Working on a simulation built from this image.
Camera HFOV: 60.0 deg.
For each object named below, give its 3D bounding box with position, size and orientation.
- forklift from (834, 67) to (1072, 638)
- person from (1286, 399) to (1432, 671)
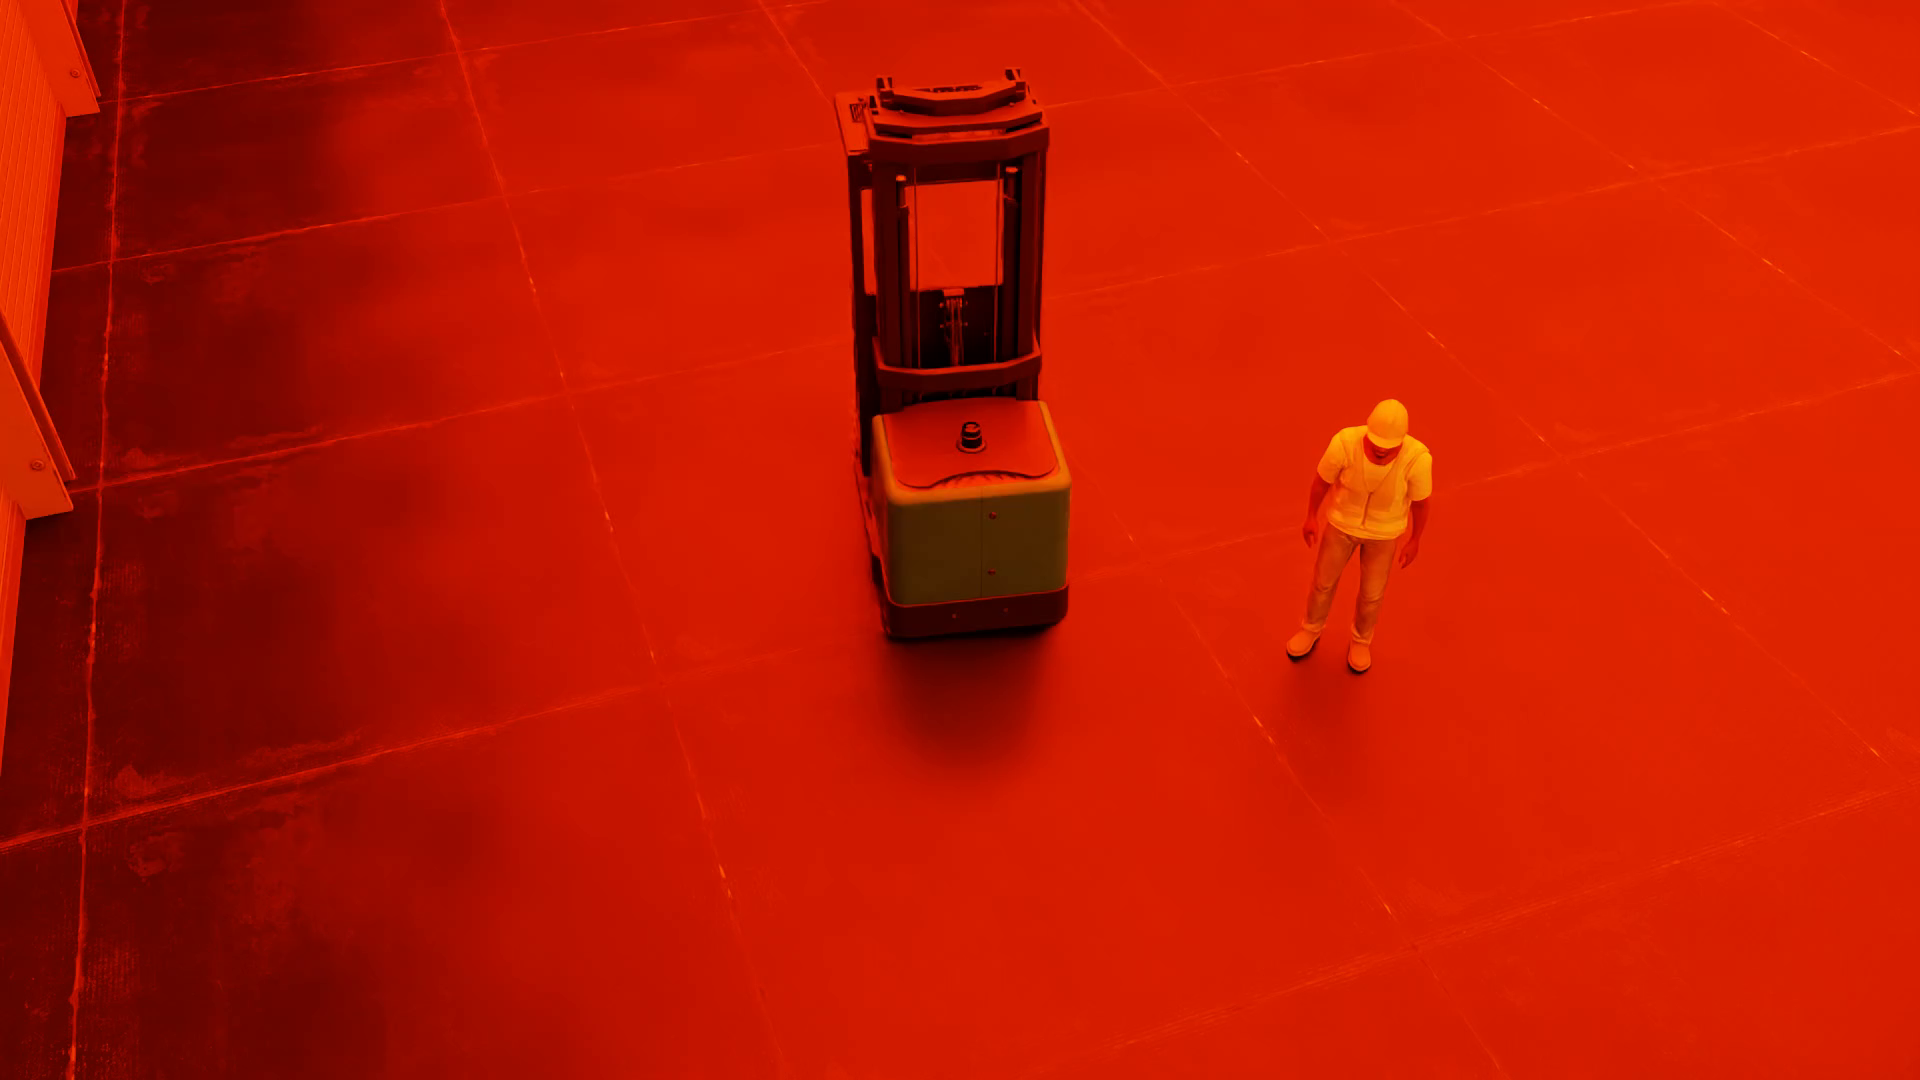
[{"bbox_3d":[-0.111,-1.512,9.798,1.130,2.935,3.031,-6,40,-7],"label":"forklift"},{"bbox_3d":[2.172,-0.053,8.973,0.627,1.759,0.463,14,42,16],"label":"person"}]
